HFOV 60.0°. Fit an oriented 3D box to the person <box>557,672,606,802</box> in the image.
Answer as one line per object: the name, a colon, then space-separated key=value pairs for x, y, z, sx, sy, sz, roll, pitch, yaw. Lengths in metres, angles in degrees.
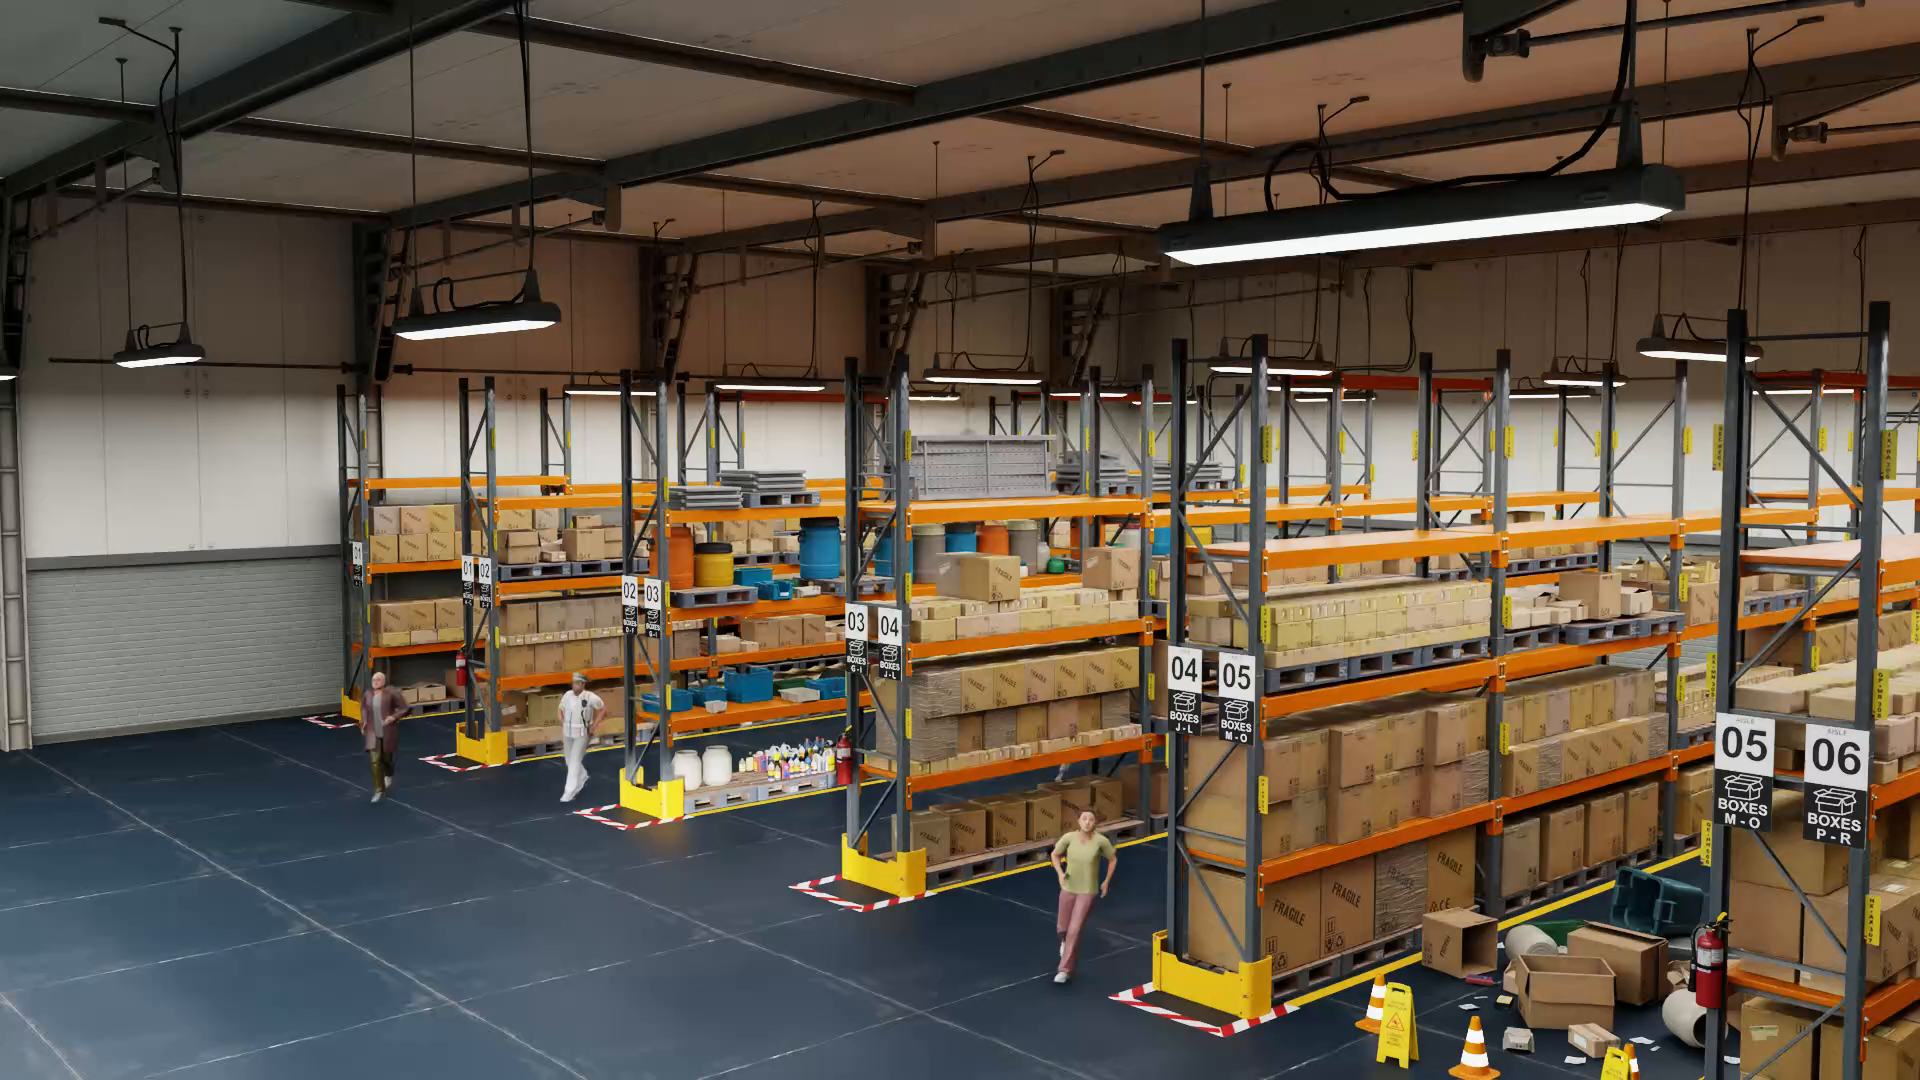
person: x=-5.361 y=2.758 z=23.448 sx=0.698 sy=1.837 sz=0.795 roll=1 pitch=4 yaw=19

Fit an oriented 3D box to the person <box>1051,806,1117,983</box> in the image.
person: x=1.164 y=3.323 z=15.774 sx=0.626 sy=1.630 sz=0.766 roll=1 pitch=4 yaw=14

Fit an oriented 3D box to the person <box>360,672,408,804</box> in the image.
person: x=-8.135 y=2.748 z=23.445 sx=0.699 sy=1.783 sz=0.923 roll=0 pitch=4 yaw=-5

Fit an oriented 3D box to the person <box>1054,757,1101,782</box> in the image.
person: x=1.751 y=2.712 z=24.685 sx=0.606 sy=1.684 sz=0.928 roll=3 pitch=5 yaw=41
